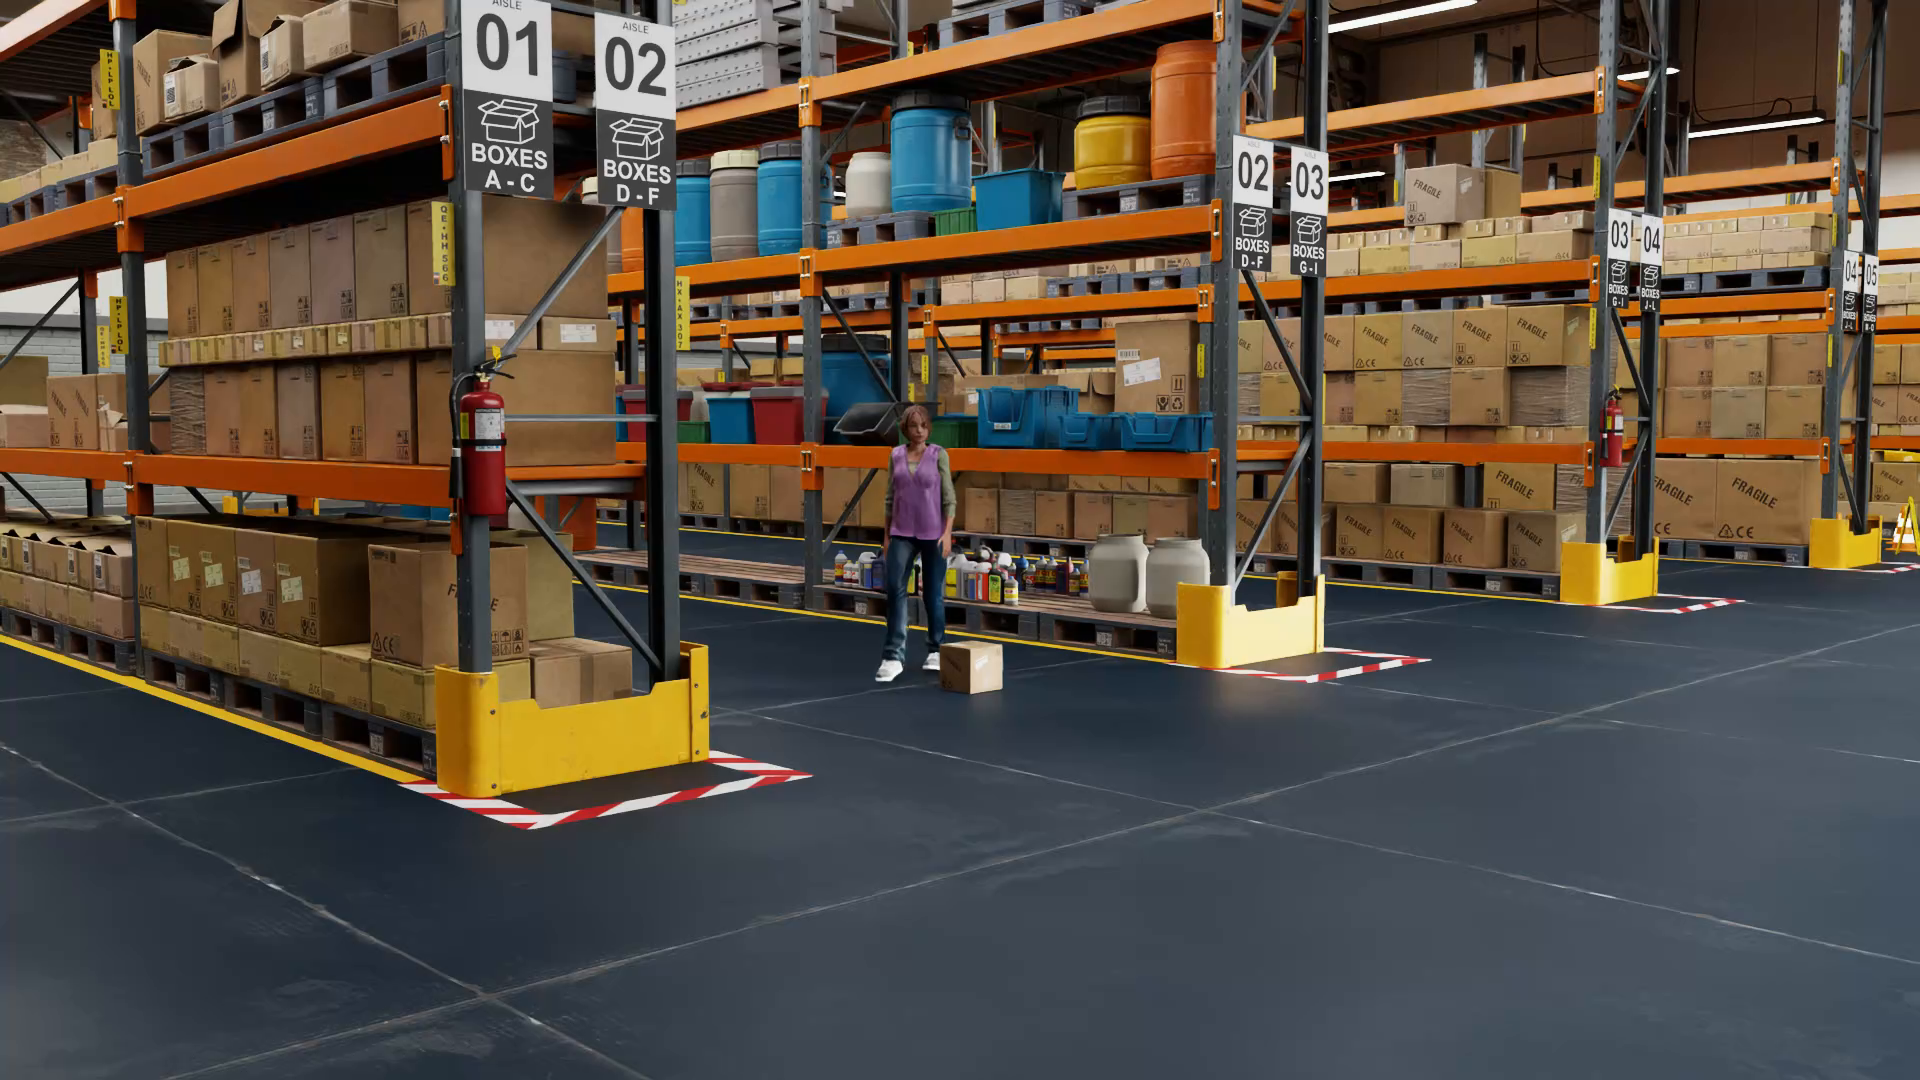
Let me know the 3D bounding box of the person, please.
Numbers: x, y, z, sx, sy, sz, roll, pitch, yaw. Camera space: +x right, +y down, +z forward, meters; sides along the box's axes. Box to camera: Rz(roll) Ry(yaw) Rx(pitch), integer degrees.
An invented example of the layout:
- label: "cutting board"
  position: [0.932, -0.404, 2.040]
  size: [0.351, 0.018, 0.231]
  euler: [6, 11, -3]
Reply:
- label: "person"
  position: [-0.259, -0.001, 9.661]
  size: [0.466, 1.575, 0.750]
  euler: [1, 4, 9]
